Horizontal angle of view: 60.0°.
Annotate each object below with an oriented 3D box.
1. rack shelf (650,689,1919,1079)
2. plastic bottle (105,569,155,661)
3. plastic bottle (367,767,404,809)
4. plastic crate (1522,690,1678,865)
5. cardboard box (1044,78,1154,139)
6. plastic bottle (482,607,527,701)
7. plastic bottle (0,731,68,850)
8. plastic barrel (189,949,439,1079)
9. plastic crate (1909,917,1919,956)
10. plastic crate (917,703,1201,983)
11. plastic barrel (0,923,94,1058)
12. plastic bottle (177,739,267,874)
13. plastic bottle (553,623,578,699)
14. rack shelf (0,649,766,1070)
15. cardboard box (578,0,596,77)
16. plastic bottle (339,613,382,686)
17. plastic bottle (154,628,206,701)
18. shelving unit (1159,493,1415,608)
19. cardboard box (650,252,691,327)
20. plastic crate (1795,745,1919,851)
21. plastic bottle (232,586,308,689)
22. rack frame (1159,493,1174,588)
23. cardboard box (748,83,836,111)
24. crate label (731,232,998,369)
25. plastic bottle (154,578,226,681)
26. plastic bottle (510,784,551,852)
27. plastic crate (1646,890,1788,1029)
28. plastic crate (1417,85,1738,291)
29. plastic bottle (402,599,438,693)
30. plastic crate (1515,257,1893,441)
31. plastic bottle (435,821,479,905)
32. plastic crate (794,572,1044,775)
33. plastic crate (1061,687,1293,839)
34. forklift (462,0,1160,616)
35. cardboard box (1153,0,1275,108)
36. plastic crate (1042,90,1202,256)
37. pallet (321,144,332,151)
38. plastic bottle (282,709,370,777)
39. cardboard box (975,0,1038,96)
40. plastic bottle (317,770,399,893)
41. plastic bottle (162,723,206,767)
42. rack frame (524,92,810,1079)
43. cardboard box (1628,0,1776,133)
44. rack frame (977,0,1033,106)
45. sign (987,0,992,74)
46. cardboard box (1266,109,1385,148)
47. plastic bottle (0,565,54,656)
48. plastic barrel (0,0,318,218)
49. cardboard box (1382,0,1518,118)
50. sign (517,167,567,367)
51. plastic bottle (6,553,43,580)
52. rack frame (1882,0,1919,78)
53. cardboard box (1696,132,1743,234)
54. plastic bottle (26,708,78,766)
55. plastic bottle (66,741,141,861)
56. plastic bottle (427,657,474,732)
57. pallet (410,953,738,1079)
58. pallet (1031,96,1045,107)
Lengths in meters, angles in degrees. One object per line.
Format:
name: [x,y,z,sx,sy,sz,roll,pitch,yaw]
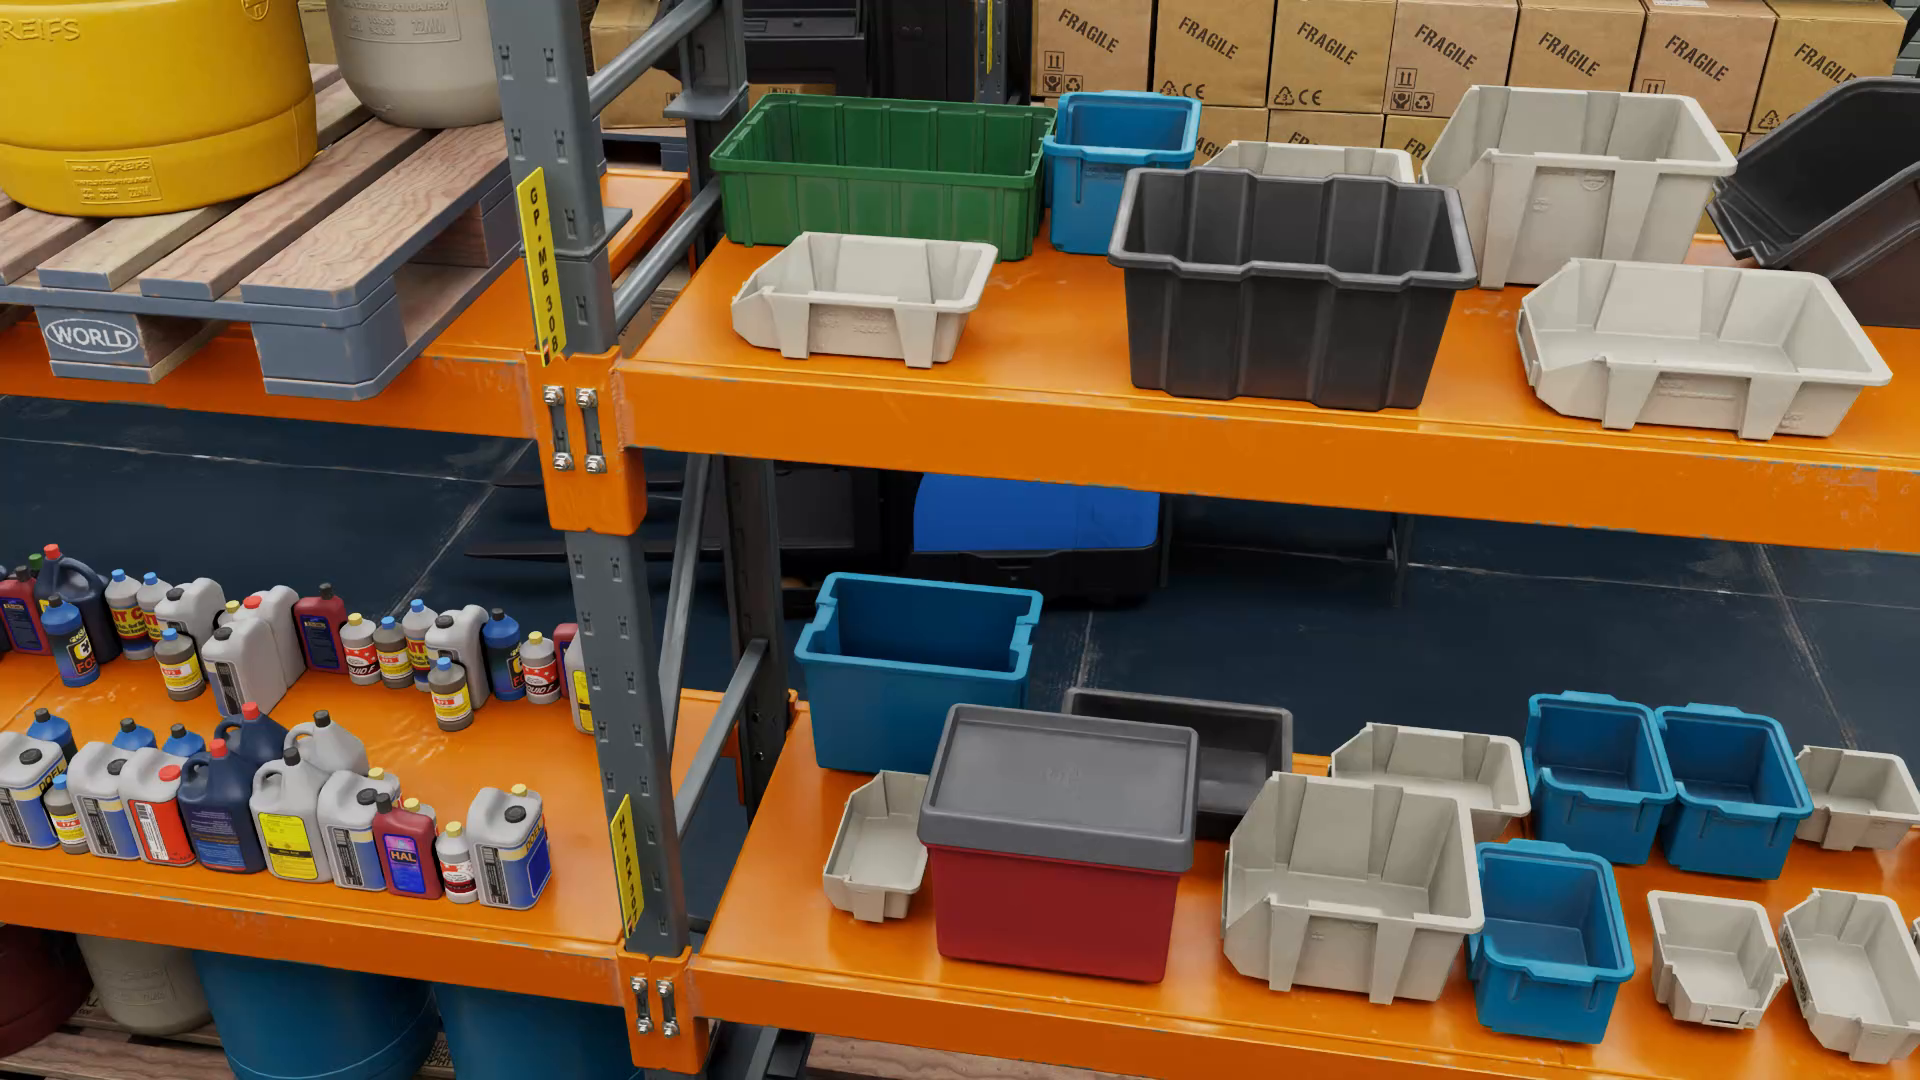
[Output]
rack shelf: [1.358,1.011,3.986,4.000,0.370,1.077,5,32,8]
plastic bottle: [-2.353,0.205,4.717,0.097,0.271,0.097,0,32,0]
plastic bottle: [-1.414,0.646,4.078,0.097,0.201,0.097,0,32,0]
plastic crate: [1.547,0.592,4.079,0.300,0.233,0.416,5,32,8]
cardboard box: [0.680,-1.917,7.891,0.500,0.500,0.500,6,33,9]
plastic bottle: [-1.248,0.305,4.557,0.097,0.271,0.097,0,32,0]
plastic bottle: [-2.275,0.604,4.075,0.135,0.276,0.152,5,32,8]
plastic barrel: [-1.845,1.118,4.718,0.708,0.901,0.600,5,32,8]
plastic crate: [2.212,0.959,3.582,0.243,0.136,0.396,5,32,8]
plastic crate: [0.224,0.686,3.710,0.583,0.464,0.402,5,32,8]
plastic barrel: [-2.959,1.150,4.962,0.708,0.588,0.600,5,32,8]
plastic bottle: [-1.757,0.621,3.977,0.185,0.351,0.144,5,32,8]
plastic bottle: [-1.035,0.309,4.539,0.133,0.283,0.061,5,32,8]
rack shelf: [-2.585,0.654,4.556,4.000,0.370,1.077,5,32,8]
cardboard box: [-2.211,-2.461,8.365,0.500,0.500,0.700,11,34,17]
plastic bottle: [-1.668,0.297,4.636,0.097,0.201,0.097,0,32,0]
plastic bottle: [-2.150,0.335,4.575,0.097,0.201,0.097,0,32,0]
shelving unit: [1.444,-0.512,7.155,1.048,1.500,0.538,5,32,8]
cardboard box: [-1.292,-1.177,8.745,0.500,0.500,0.500,6,32,9]
plastic crate: [2.170,0.644,4.085,0.298,0.136,0.250,5,32,8]
plastic bottle: [-1.919,0.257,4.629,0.135,0.276,0.152,5,32,8]
rack frame: [0.942,-0.555,7.223,0.032,1.500,0.500,5,32,8]
cardboard box: [-0.895,-2.471,8.380,0.500,0.500,0.700,10,33,16]
crate label: [-0.180,-0.437,3.043,0.466,0.136,0.293,5,32,8]
plastic bottle: [-2.147,0.236,4.662,0.135,0.276,0.152,5,32,8]
plastic bottle: [-1.054,0.679,4.026,0.097,0.201,0.097,0,32,0]
plastic crate: [1.638,0.931,3.628,0.250,0.136,0.298,5,32,8]
plastic crate: [1.196,-0.696,3.319,0.530,0.282,0.437,5,32,8]
plastic bottle: [-1.476,0.284,4.590,0.097,0.271,0.097,0,32,0]
plastic crate: [1.250,-0.330,2.871,0.530,0.136,0.437,5,32,8]
plastic bottle: [-1.176,0.750,3.912,0.097,0.201,0.097,0,32,0]
plastic crate: [-0.096,0.372,4.287,0.575,0.384,0.392,5,32,8]
plastic crate: [0.535,0.578,4.202,0.590,0.125,0.437,5,32,8]
forklift: [-0.665,-1.194,6.894,3.031,2.935,1.130,-1,32,-1]
cardboard box: [1.149,-2.294,7.551,0.500,0.500,0.500,4,32,7]
plastic crate: [0.337,-0.759,3.465,0.300,0.233,0.416,5,32,8]
pallet: [-3.040,-2.315,8.802,1.003,0.211,1.213,5,32,8]
plastic bottle: [-1.551,0.562,4.071,0.185,0.351,0.144,5,32,8]
cardboard box: [0.390,-3.911,12.801,0.750,0.750,0.750,6,32,9]
plastic bottle: [-1.417,0.681,3.951,0.135,0.276,0.152,5,32,8]
plastic bottle: [-1.911,0.572,4.131,0.097,0.271,0.097,0,32,0]
rack frame: [-0.614,0.528,4.080,0.127,3.000,1.000,5,32,8]
cardboard box: [3.183,-2.112,7.261,0.500,0.500,0.500,6,33,10]
rack frame: [0.223,-2.063,8.218,0.127,3.000,1.000,5,32,8]
sign: [0.133,-2.263,7.447,0.005,0.325,0.100,5,32,8]
cardboard box: [1.678,-1.827,7.748,0.500,0.500,0.500,5,32,8]
plastic bottle: [-2.656,0.195,4.721,0.133,0.283,0.061,5,32,8]
plastic barrel: [-1.548,-0.977,3.083,0.600,0.588,0.600,0,32,0]
cardboard box: [2.165,-2.202,7.404,0.500,0.500,0.500,6,33,10]
sign: [-0.708,-0.460,2.822,0.005,0.325,0.100,5,32,8]
plastic bottle: [-2.646,0.163,4.772,0.133,0.283,0.061,5,32,8]
rack frame: [4.166,-1.706,7.648,0.127,3.000,1.000,5,32,8]
cardboard box: [3.167,-1.690,7.529,0.500,0.500,0.500,5,32,9]
plastic bottle: [-2.273,0.539,4.183,0.097,0.271,0.097,0,32,0]
plastic bottle: [-2.047,0.624,4.042,0.135,0.276,0.152,5,32,8]
plastic bottle: [-1.369,0.405,4.462,0.097,0.201,0.097,0,32,0]
pallet: [-1.367,1.619,4.965,1.213,0.211,1.003,5,32,8]
pallet: [0.280,-3.501,13.145,1.213,0.211,1.003,5,32,8]
